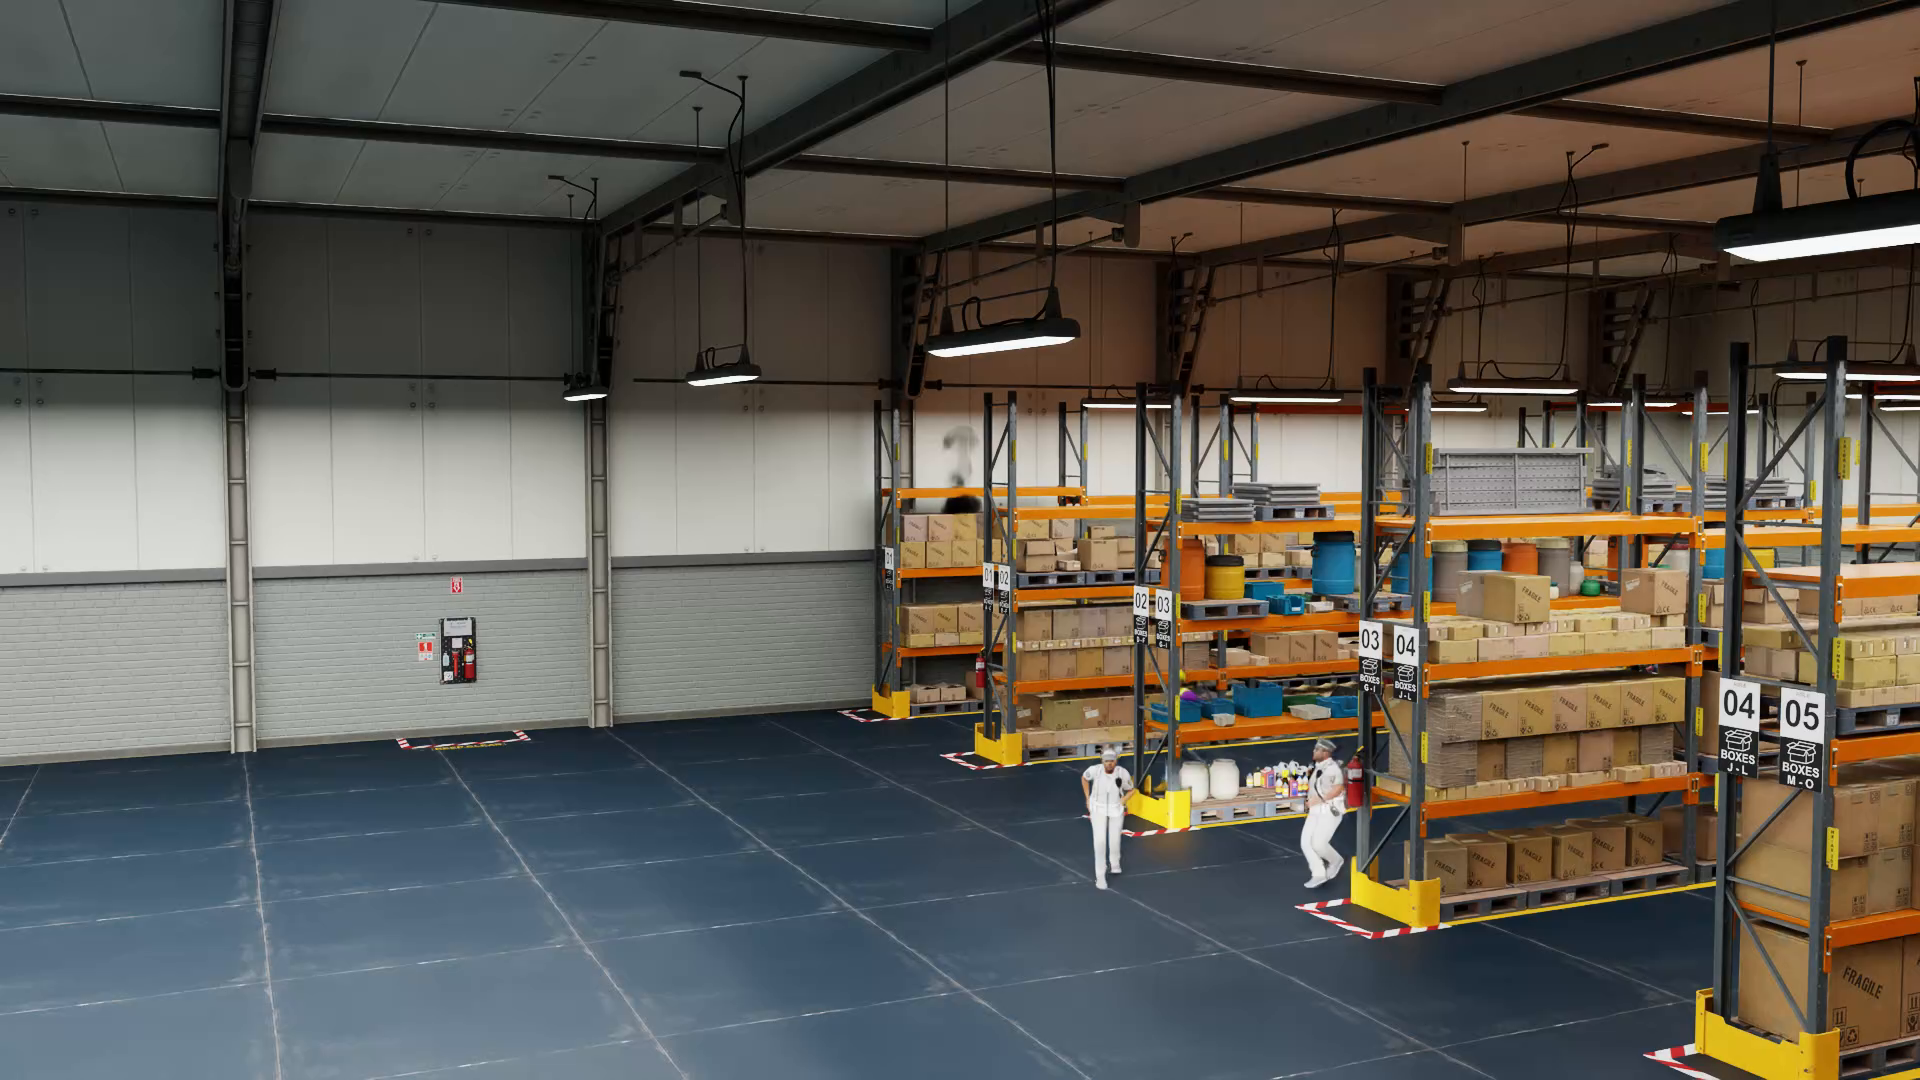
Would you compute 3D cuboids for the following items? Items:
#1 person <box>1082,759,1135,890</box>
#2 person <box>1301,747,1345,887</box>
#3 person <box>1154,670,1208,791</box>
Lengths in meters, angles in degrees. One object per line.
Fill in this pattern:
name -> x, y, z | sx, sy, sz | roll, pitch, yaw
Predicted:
person -> 1.745, 3.242, 19.577 | 0.621, 1.645, 0.881 | 0, 3, 3
person -> 4.245, 3.211, 19.523 | 0.567, 1.710, 0.807 | -1, 4, -21
person -> 3.331, 2.830, 24.881 | 0.985, 1.784, 0.710 | -1, 4, -19
